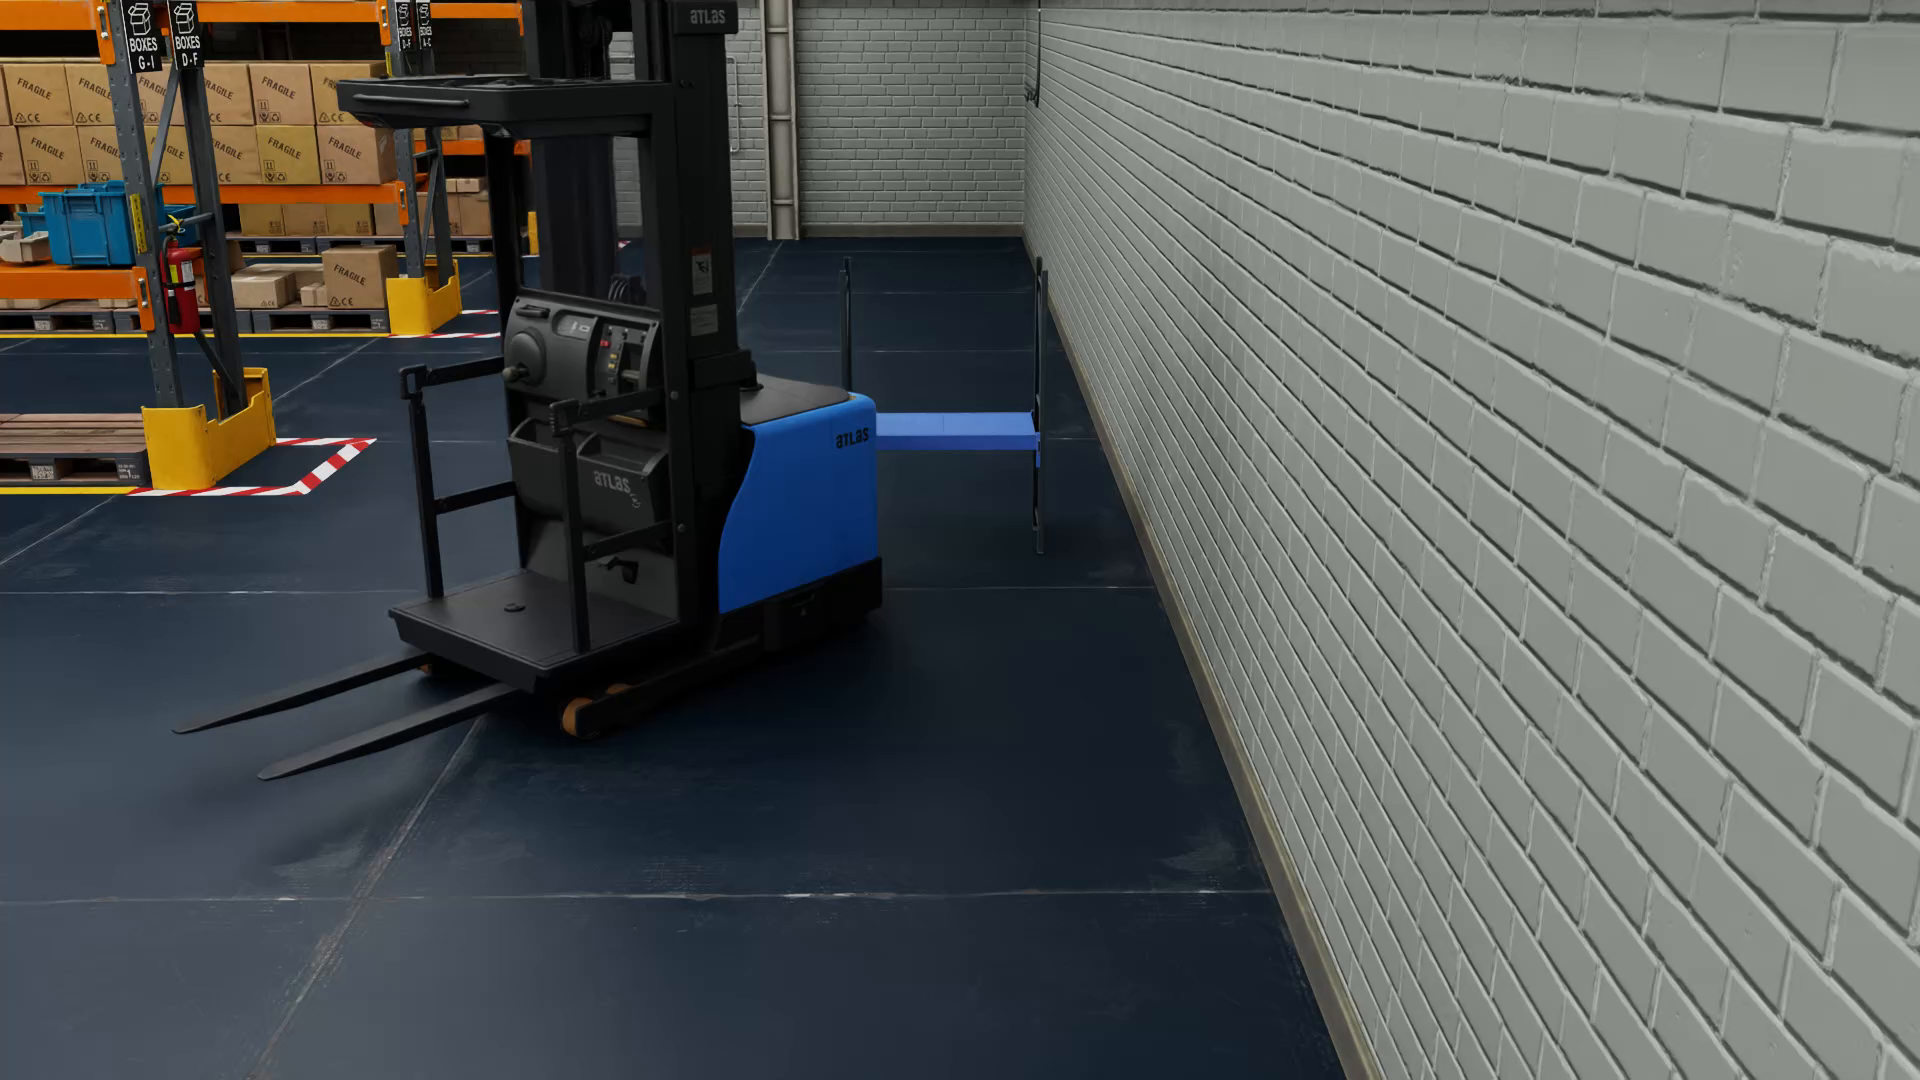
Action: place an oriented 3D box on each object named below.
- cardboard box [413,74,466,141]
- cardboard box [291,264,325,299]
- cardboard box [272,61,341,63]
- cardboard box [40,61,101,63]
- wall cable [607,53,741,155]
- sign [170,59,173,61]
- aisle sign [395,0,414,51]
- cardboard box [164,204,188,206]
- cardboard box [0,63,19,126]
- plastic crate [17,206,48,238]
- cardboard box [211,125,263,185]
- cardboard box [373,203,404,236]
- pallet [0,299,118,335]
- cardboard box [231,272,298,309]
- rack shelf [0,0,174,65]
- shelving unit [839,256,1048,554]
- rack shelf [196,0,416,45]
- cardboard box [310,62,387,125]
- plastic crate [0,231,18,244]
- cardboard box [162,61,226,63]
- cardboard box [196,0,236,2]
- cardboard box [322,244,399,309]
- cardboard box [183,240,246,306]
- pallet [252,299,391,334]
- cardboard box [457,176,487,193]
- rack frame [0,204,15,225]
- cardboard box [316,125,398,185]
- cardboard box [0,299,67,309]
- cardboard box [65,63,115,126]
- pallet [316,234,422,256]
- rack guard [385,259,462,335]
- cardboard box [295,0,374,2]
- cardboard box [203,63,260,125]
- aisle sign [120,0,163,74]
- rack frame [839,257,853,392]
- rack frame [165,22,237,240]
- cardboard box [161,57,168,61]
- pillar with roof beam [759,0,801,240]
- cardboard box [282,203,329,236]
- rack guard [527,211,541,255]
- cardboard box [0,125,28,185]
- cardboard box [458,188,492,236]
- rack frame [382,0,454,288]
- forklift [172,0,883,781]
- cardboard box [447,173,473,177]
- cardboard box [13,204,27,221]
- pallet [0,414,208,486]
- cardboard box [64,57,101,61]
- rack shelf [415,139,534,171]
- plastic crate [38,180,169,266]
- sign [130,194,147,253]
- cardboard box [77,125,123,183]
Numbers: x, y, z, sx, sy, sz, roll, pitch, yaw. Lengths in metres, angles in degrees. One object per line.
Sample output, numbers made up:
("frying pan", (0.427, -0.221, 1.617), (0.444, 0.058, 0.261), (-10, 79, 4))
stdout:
("cardboard box", (-6.119, -5.058, 19.413), (0.700, 0.700, 0.980), (0, 18, -1))
("cardboard box", (-5.848, -2.397, 15.389), (0.500, 0.250, 0.500), (0, 18, -1))
("cardboard box", (-5.770, -4.012, 14.843), (0.500, 0.500, 0.500), (0, 18, 0))
("cardboard box", (-7.785, -4.004, 14.818), (0.500, 0.500, 0.500), (-1, 18, -2))
("wall cable", (-3.616, -5.707, 20.263), (1.851, 1.984, 0.084), (0, 18, -1))
("sign", (-8.863, -5.256, 18.757), (0.005, 0.325, 0.100), (0, 18, -1))
("aisle sign", (-4.726, -4.559, 14.094), (0.004, 0.787, 0.394), (0, 18, -1))
("cardboard box", (-9.529, -4.042, 19.569), (0.750, 0.750, 0.750), (0, 18, 0))
("cardboard box", (-8.323, -3.836, 14.293), (0.500, 0.500, 0.500), (0, 18, 1))
("plastic crate", (-5.635, -1.947, 10.382), (0.300, 0.233, 0.416), (0, 18, -1))
("cardboard box", (-6.261, -3.373, 14.487), (0.500, 0.500, 0.500), (0, 18, 0))
("cardboard box", (-6.583, -3.898, 19.694), (0.500, 0.500, 0.700), (-1, 18, -3))
("pallet", (-8.112, -2.071, 15.157), (1.213, 0.211, 1.003), (0, 18, -1))
("cardboard box", (-6.290, -2.242, 14.906), (0.500, 0.250, 0.500), (0, 18, -1))
("rack shelf", (-6.725, -2.978, 9.687), (4.000, 0.370, 1.077), (0, 18, -1))
("shelving unit", (-0.085, -0.714, 8.817), (1.048, 1.500, 0.538), (0, 18, -1))
("rack shelf", (-6.799, -4.491, 14.403), (4.000, 0.370, 1.077), (0, 18, -1))
("cardboard box", (-5.240, -3.852, 14.345), (0.500, 0.500, 0.500), (0, 18, -1))
("plastic crate", (-5.828, -1.749, 9.922), (0.243, 0.136, 0.396), (0, 18, -1))
("cardboard box", (-6.778, -4.008, 14.832), (0.500, 0.500, 0.500), (0, 18, -1))
("cardboard box", (-6.309, -4.683, 14.071), (0.500, 0.250, 0.500), (0, 18, -1))
("cardboard box", (-5.339, -2.356, 14.854), (0.500, 0.500, 0.500), (0, 18, -1))
("cardboard box", (-6.921, -2.427, 15.069), (0.637, 0.503, 0.797), (0, 18, -1))
("pallet", (-5.673, -2.082, 15.194), (1.213, 0.211, 1.003), (0, 18, -1))
("cardboard box", (-5.705, -4.156, 19.435), (0.250, 0.149, 0.380), (0, 18, -2))
("rack frame", (-8.799, -3.395, 14.722), (0.127, 3.000, 1.000), (0, 18, -1))
("cardboard box", (-5.243, -3.377, 14.501), (0.500, 0.500, 0.500), (0, 18, 1))
("cardboard box", (-8.376, -2.261, 14.865), (0.500, 0.311, 0.500), (0, 18, -1))
("cardboard box", (-7.294, -3.840, 14.308), (0.500, 0.500, 0.500), (-1, 18, -2))
("pallet", (-6.897, -3.567, 19.822), (1.213, 0.211, 1.003), (0, 18, -1))
("rack guard", (-4.876, -2.224, 15.162), (0.348, 0.500, 1.175), (0, 18, -1))
("cardboard box", (-5.309, -4.689, 14.088), (0.500, 0.250, 0.500), (0, 18, -1))
("cardboard box", (-6.264, -3.846, 14.325), (0.500, 0.500, 0.500), (0, 18, 1))
("aisle sign", (-4.648, -3.051, 9.391), (0.004, 0.787, 0.394), (0, 18, -1))
("rack frame", (-0.594, -0.711, 8.810), (0.032, 1.500, 0.500), (0, 18, -1))
("rack frame", (-8.881, -4.908, 19.438), (0.127, 3.000, 1.000), (0, 18, -1))
("cardboard box", (-9.344, -5.384, 19.009), (0.500, 0.250, 0.500), (0, 18, 0))
("pillar with roof beam", (-2.127, -6.747, 15.347), (0.400, 9.000, 9.100), (0, 18, -1))
("cardboard box", (-7.629, -3.892, 19.674), (0.500, 0.500, 0.700), (0, 18, -1))
("rack guard", (-4.857, -3.738, 19.880), (0.348, 0.500, 1.175), (0, 18, -1))
("cardboard box", (-8.285, -3.362, 14.455), (0.500, 0.500, 0.500), (0, 18, 1))
("cardboard box", (-5.580, -3.903, 19.710), (0.500, 0.500, 0.700), (0, 18, -1))
("rack frame", (-4.800, -3.415, 14.782), (0.127, 3.000, 1.000), (0, 18, -1))
("forklift", (-1.693, -0.777, 6.670), (1.130, 2.935, 3.031), (14, 23, 37))
("cardboard box", (-5.964, -4.271, 19.795), (0.250, 0.149, 0.380), (0, 18, -1))
("cardboard box", (-11.267, -4.031, 19.535), (0.750, 0.750, 0.750), (0, 18, -1))
("pallet", (-5.550, -0.582, 10.516), (1.213, 0.211, 1.003), (0, 18, -1))
("cardboard box", (-9.855, -5.384, 19.010), (0.500, 0.250, 0.500), (0, 18, 0))
("rack shelf", (-6.881, -4.575, 19.578), (4.000, 0.370, 1.077), (0, 18, -1))
("plastic crate", (-5.057, -1.889, 9.868), (0.499, 0.435, 0.616), (0, 18, -1))
("sign", (-4.700, -1.812, 9.517), (0.005, 0.325, 0.100), (0, 18, -1))
("cardboard box", (-7.273, -3.367, 14.471), (0.500, 0.500, 0.500), (0, 18, -1))
